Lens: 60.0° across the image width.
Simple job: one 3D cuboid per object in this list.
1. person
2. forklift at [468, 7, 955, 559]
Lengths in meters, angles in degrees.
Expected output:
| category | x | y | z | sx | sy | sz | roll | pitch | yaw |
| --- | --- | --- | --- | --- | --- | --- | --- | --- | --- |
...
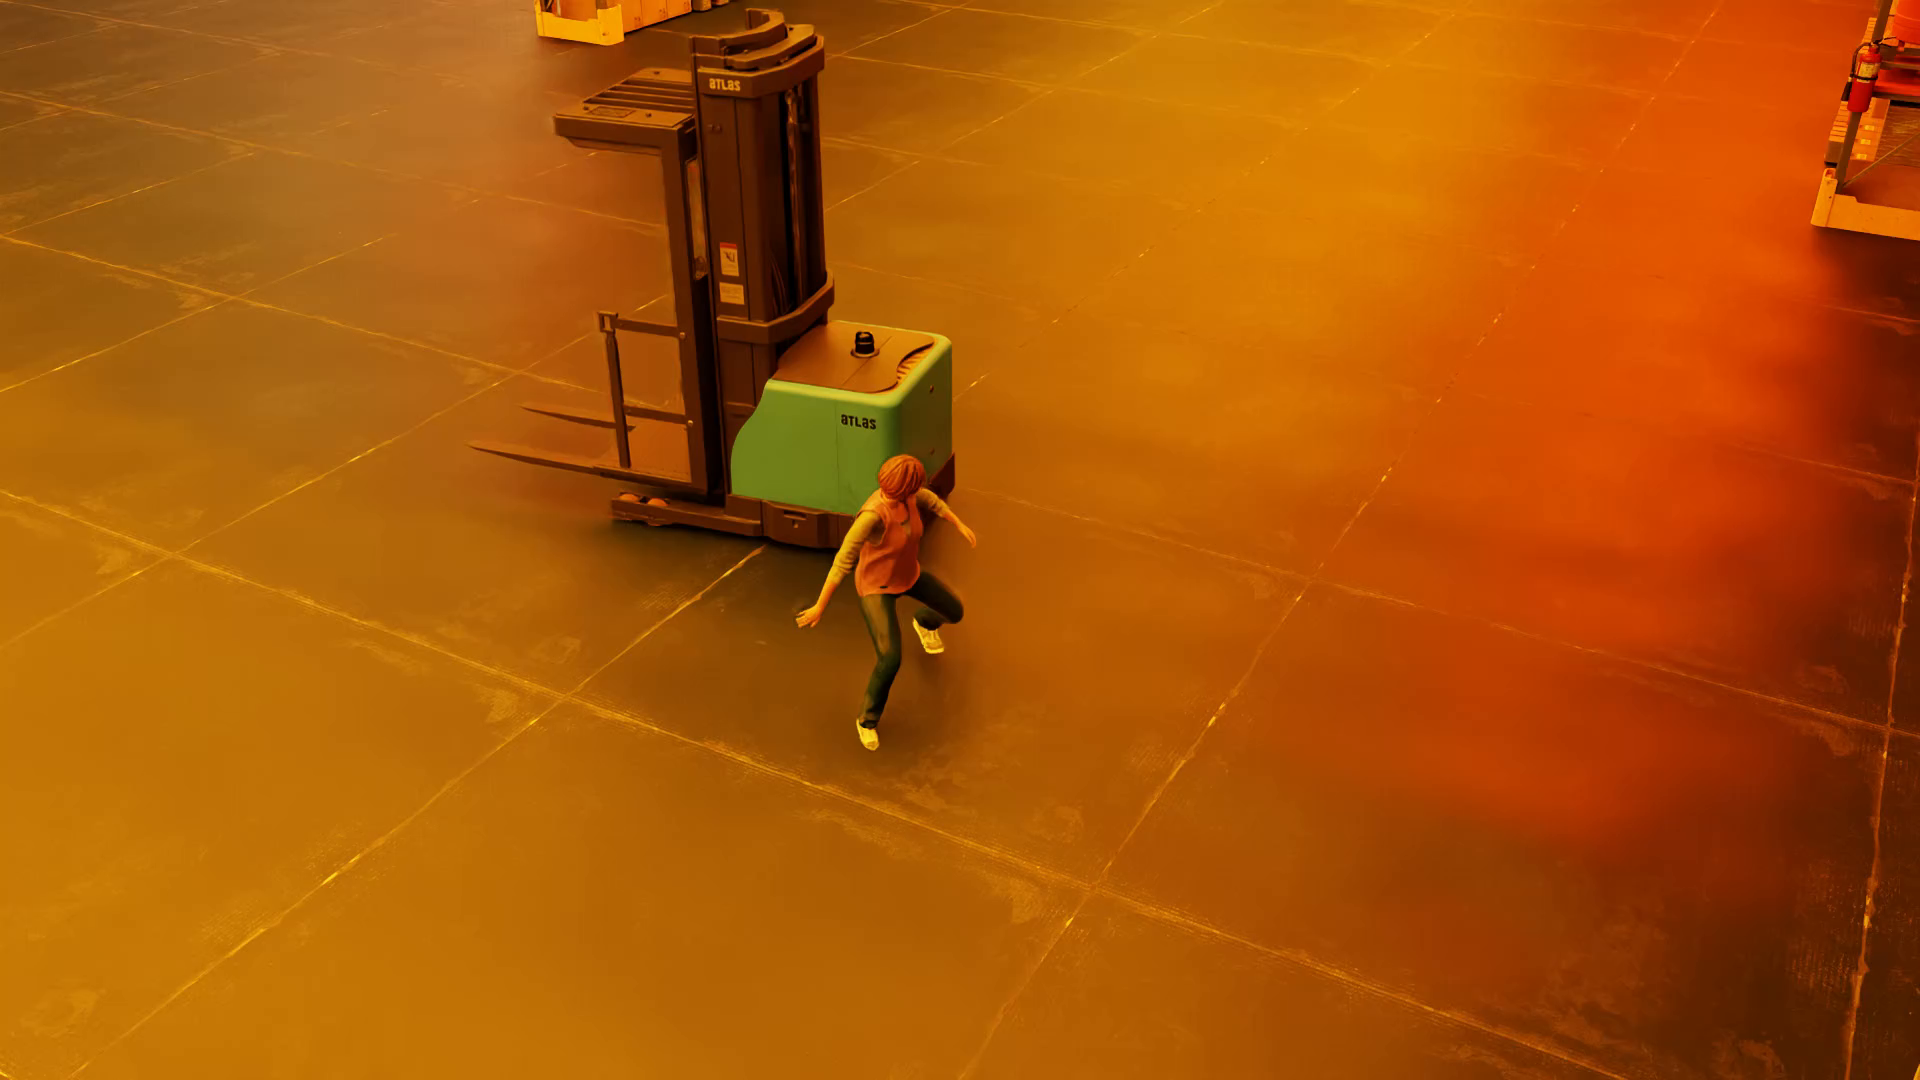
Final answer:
| category | x | y | z | sx | sy | sz | roll | pitch | yaw |
| --- | --- | --- | --- | --- | --- | --- | --- | --- | --- |
| person | -0.348 | 0.244 | 8.200 | 0.488 | 1.491 | 1.032 | 22 | 37 | 33 |
| forklift | -1.606 | -1.589 | 9.824 | 3.031 | 2.935 | 1.130 | 10 | 31 | 17 |
